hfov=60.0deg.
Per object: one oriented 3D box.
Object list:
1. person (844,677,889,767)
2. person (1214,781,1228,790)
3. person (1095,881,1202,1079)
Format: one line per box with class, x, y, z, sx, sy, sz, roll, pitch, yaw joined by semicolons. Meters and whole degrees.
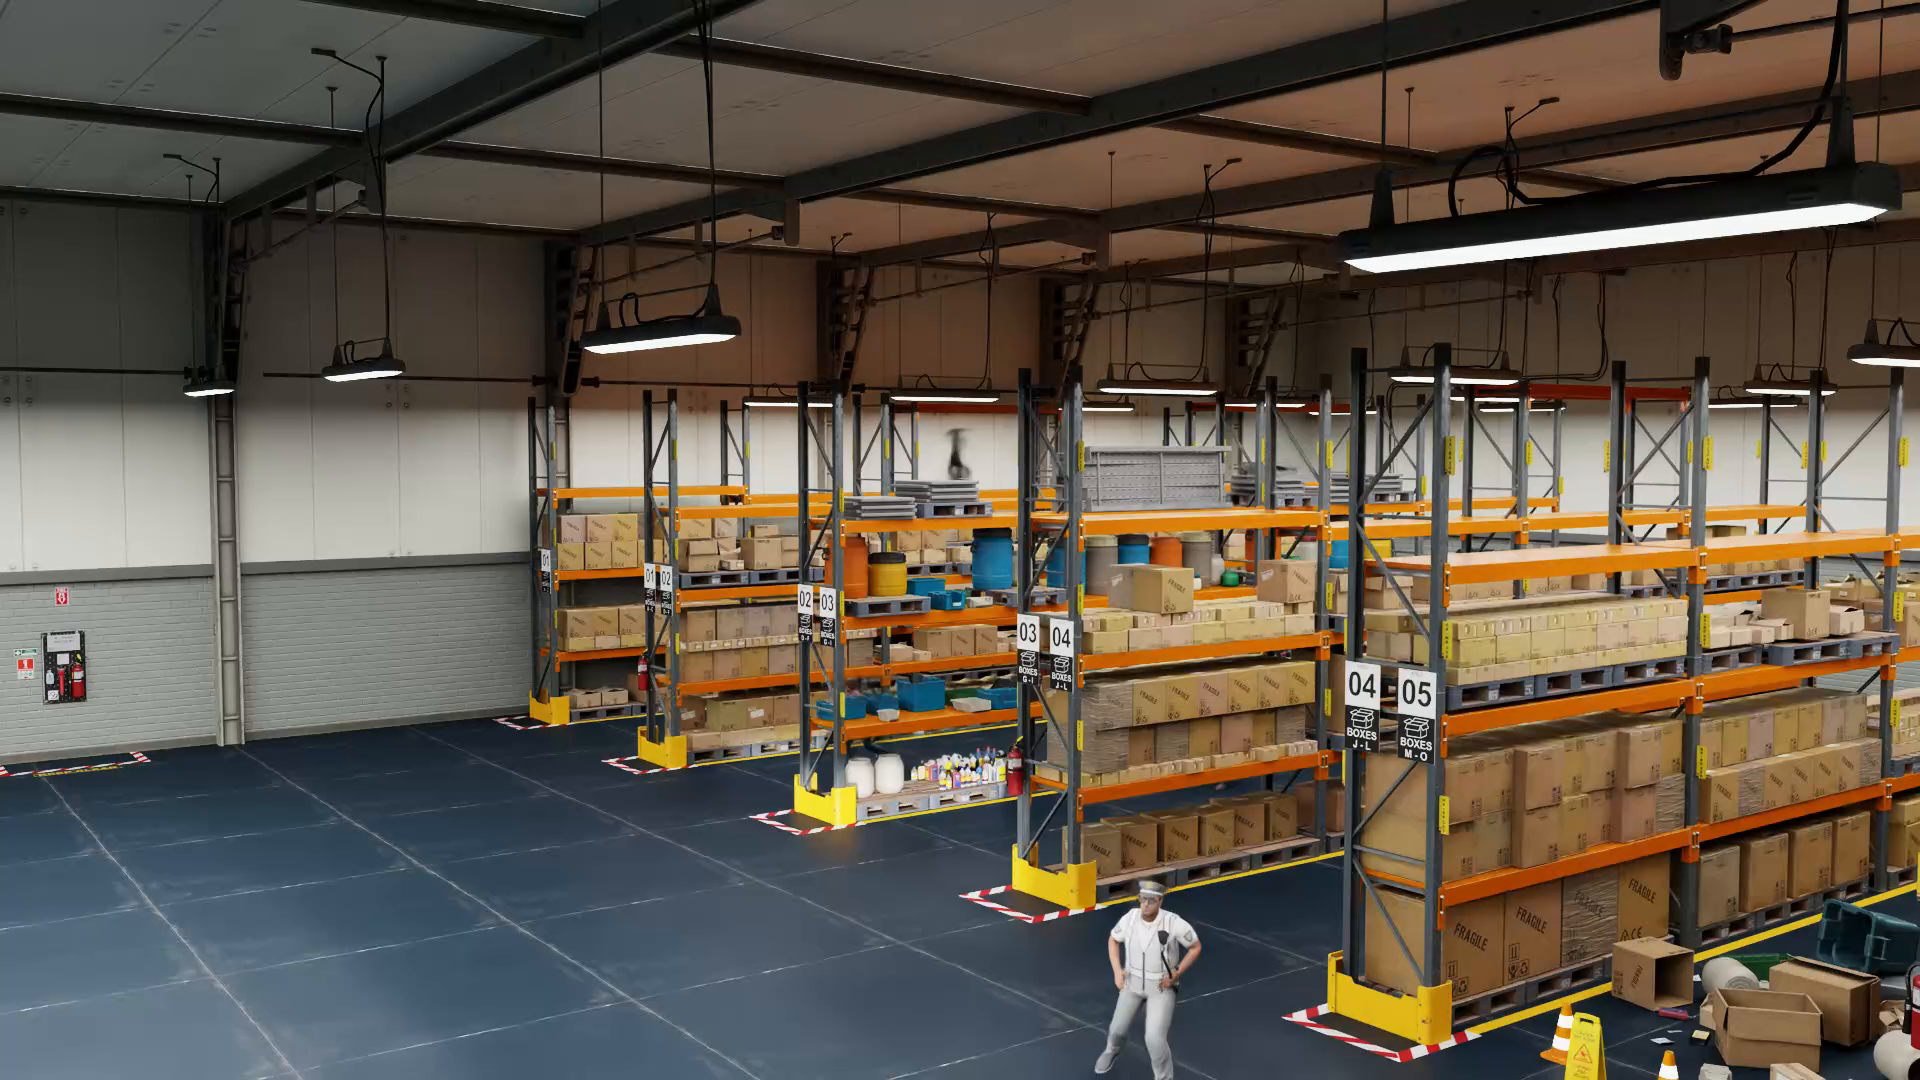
person;-1.497;2.873;25.531;0.997;1.588;0.540;-3;4;-39
person;3.894;2.911;24.767;0.582;1.598;0.656;2;4;35
person;1.453;3.537;13.167;0.905;1.786;0.757;1;4;23
